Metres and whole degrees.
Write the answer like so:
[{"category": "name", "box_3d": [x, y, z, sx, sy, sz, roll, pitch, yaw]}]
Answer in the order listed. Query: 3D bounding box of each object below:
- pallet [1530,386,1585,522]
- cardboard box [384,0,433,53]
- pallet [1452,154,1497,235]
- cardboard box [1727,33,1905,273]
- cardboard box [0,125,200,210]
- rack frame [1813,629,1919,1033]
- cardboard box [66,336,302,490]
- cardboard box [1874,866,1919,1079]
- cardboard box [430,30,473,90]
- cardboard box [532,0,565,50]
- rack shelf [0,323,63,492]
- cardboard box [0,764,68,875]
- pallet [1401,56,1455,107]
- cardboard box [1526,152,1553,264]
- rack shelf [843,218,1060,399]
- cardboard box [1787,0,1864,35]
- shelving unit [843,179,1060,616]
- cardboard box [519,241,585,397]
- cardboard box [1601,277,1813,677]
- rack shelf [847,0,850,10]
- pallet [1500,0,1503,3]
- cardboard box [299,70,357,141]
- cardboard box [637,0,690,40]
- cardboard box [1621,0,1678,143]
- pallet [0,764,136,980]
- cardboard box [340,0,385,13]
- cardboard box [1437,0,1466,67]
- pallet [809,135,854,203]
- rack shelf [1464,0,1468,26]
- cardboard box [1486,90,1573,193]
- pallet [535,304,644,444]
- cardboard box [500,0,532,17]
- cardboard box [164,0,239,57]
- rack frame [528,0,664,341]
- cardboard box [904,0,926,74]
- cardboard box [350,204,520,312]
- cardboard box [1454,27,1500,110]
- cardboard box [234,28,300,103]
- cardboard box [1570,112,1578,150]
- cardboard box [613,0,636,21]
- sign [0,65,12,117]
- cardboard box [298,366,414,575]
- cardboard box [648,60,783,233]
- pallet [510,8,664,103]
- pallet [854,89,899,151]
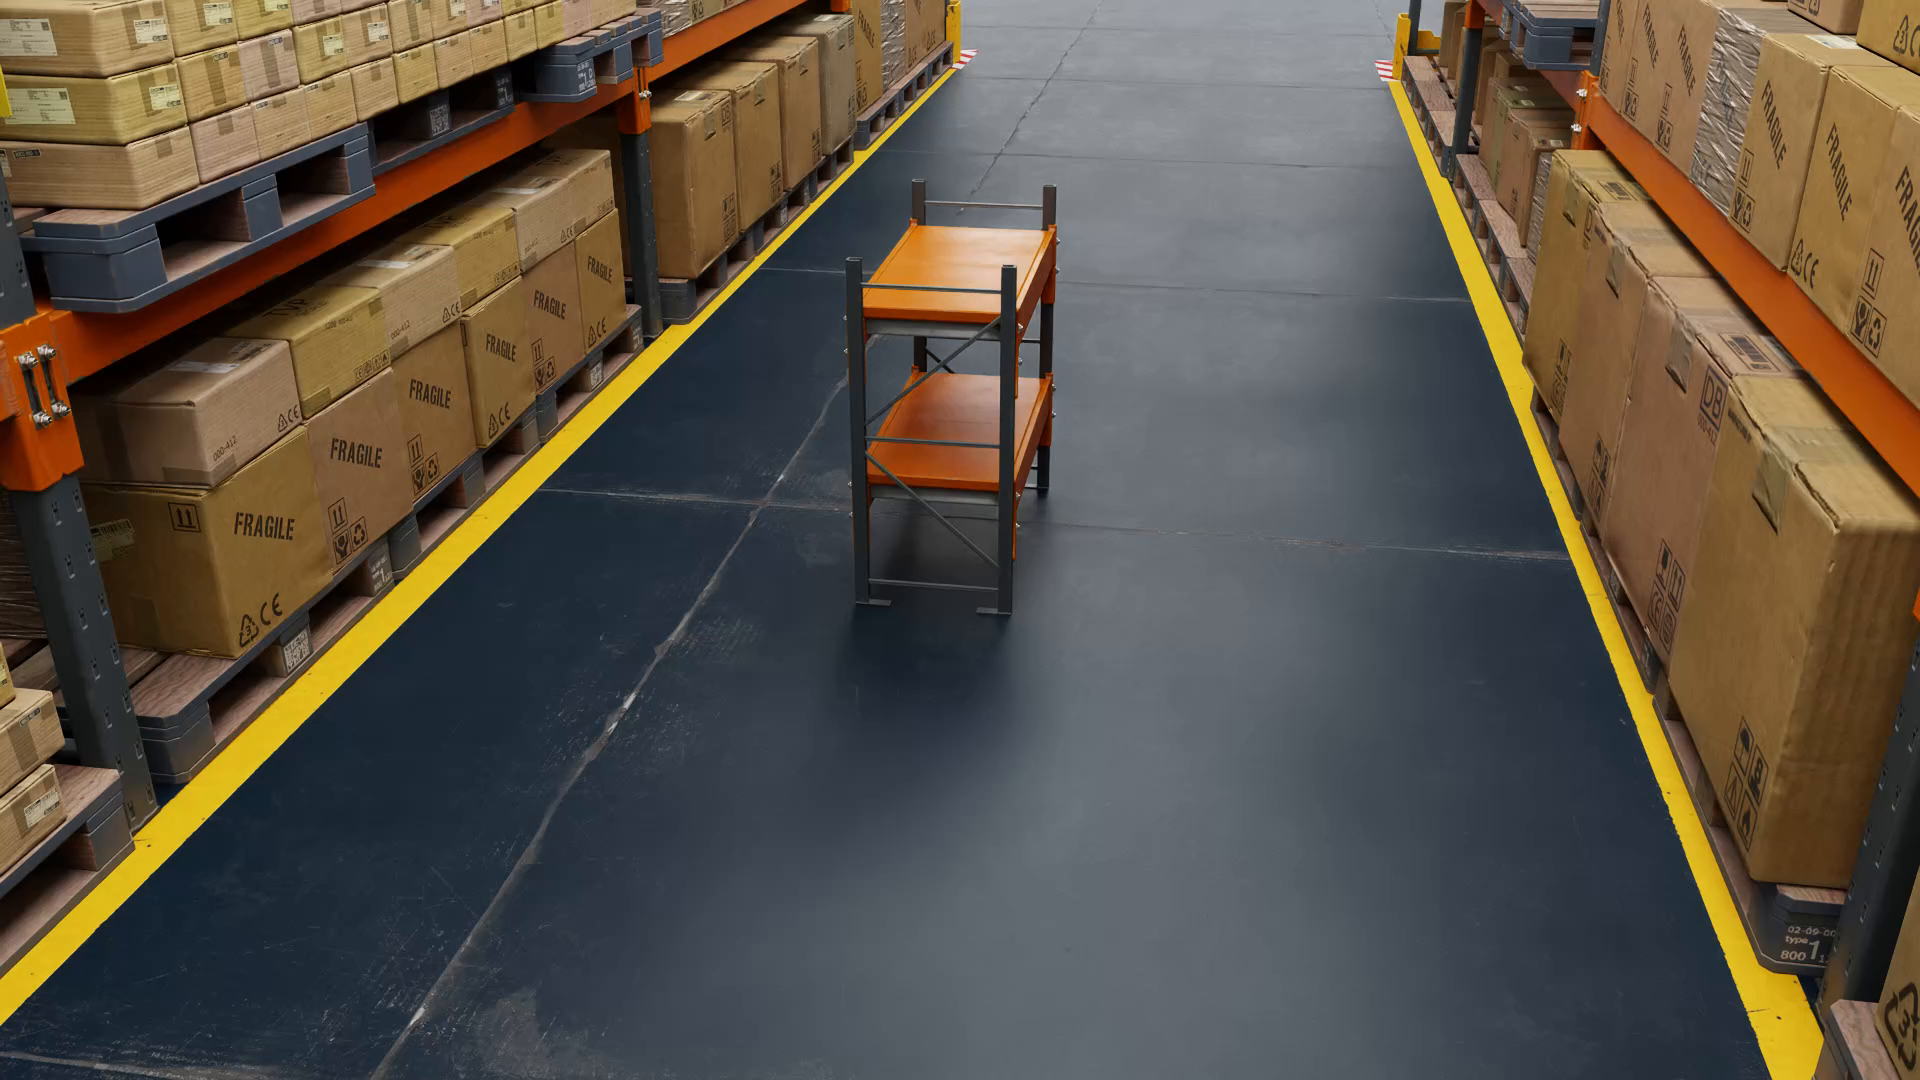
[{"category": "pallet", "box_3d": [2.774, -0.371, 6.294, 1.003, 0.211, 1.213, 4, 25, 9]}, {"category": "cardboard box", "box_3d": [-1.826, -1.565, 5.004, 0.380, 0.149, 0.250, 4, 25, 8]}, {"category": "pallet", "box_3d": [3.505, -2.043, 9.865, 1.003, 0.211, 1.213, 4, 25, 9]}, {"category": "cardboard box", "box_3d": [2.297, -0.971, 4.168, 0.500, 0.500, 0.500, 4, 25, 8]}, {"category": "cardboard box", "box_3d": [-2.035, -0.881, 3.894, 0.380, 0.149, 0.250, 3, 25, 6]}, {"category": "rack frame", "box_3d": [2.323, -0.286, 2.822, 1.000, 3.000, 0.127, 4, 25, 9]}, {"category": "cardboard box", "box_3d": [-2.172, -0.360, 4.549, 0.500, 0.250, 0.500, 3, 25, 6]}, {"category": "cardboard box", "box_3d": [2.137, 0.757, 2.605, 0.875, 0.875, 0.875, 4, 25, 9]}, {"category": "cardboard box", "box_3d": [-1.783, -1.532, 5.286, 0.380, 0.149, 0.250, 3, 25, 6]}, {"category": "cardboard box", "box_3d": [-1.655, -1.867, 6.002, 0.380, 0.149, 0.250, 4, 25, 8]}, {"category": "rack shelf", "box_3d": [-2.880, 0.491, 2.012, 1.077, 0.370, 4.000, 4, 25, 9]}, {"category": "cardboard box", "box_3d": [-2.281, 0.617, 3.761, 0.380, 0.149, 0.250, 4, 25, 9]}, {"category": "pallet", "box_3d": [4.105, -3.672, 13.346, 1.003, 0.211, 1.213, 4, 25, 9]}, {"category": "cardboard box", "box_3d": [3.145, -1.540, 7.932, 0.700, 0.500, 0.500, 2, 25, 4]}, {"category": "rack shelf", "box_3d": [-0.001, -0.772, 5.381, 0.538, 0.278, 1.000, 4, 25, 9]}, {"category": "cardboard box", "box_3d": [2.629, -1.600, 4.329, 0.797, 0.503, 0.637, 5, 26, 10]}, {"category": "shelving unit", "box_3d": [-0.001, -0.507, 5.506, 0.538, 1.125, 1.048, 4, 25, 9]}, {"category": "cardboard box", "box_3d": [-1.838, -0.892, 6.571, 0.500, 0.500, 0.500, 5, 26, 11]}, {"category": "cardboard box", "box_3d": [2.554, -0.156, 4.556, 1.225, 0.875, 0.875, 3, 25, 7]}, {"category": "rack shelf", "box_3d": [-0.919, -4.528, 12.734, 1.077, 0.370, 4.000, 4, 25, 9]}, {"category": "pallet", "box_3d": [3.260, -2.702, 8.211, 1.003, 0.211, 1.213, 4, 25, 9]}, {"category": "cardboard box", "box_3d": [-1.909, -1.206, 4.590, 0.380, 0.149, 0.250, 4, 25, 9]}, {"category": "cardboard box", "box_3d": [-1.560, -2.559, 7.560, 0.500, 0.500, 0.500, 4, 25, 9]}, {"category": "cardboard box", "box_3d": [2.547, -1.603, 5.519, 0.500, 0.500, 0.500, 3, 25, 7]}, {"category": "pallet", "box_3d": [-2.628, 0.875, 3.632, 1.003, 0.211, 1.213, 4, 25, 9]}, {"category": "cardboard box", "box_3d": [-1.867, -1.586, 4.698, 0.380, 0.149, 0.250, 4, 25, 8]}, {"category": "cardboard box", "box_3d": [4.166, -4.102, 13.429, 0.500, 0.500, 0.500, 9, 27, 18]}, {"category": "pallet", "box_3d": [-1.298, -2.426, 10.685, 1.003, 0.211, 1.213, 4, 25, 9]}, {"category": "rack shelf", "box_3d": [3.958, -4.142, 11.909, 1.077, 0.370, 4.000, 4, 25, 9]}, {"category": "cardboard box", "box_3d": [3.413, -2.245, 9.438, 0.700, 0.500, 0.500, 4, 25, 8]}, {"category": "pallet", "box_3d": [-2.029, -0.755, 7.113, 1.003, 0.211, 1.213, 4, 25, 9]}, {"category": "cardboard box", "box_3d": [-1.698, -1.887, 5.693, 0.380, 0.149, 0.250, 4, 25, 8]}, {"category": "cardboard box", "box_3d": [-1.996, -1.267, 4.018, 0.380, 0.149, 0.250, 5, 25, 10]}, {"category": "rack frame", "box_3d": [-1.900, -2.344, 7.220, 1.000, 3.000, 0.127, 4, 25, 9]}, {"category": "cardboard box", "box_3d": [-0.780, -4.262, 13.328, 0.875, 0.875, 0.875, 4, 25, 8]}, {"category": "cardboard box", "box_3d": [-1.923, -1.014, 5.948, 0.500, 0.250, 0.500, 5, 25, 10]}, {"category": "cardboard box", "box_3d": [3.846, -3.359, 11.841, 0.500, 0.500, 0.500, 2, 25, 4]}, {"category": "cardboard box", "box_3d": [-1.953, -1.232, 4.294, 0.380, 0.149, 0.250, 5, 25, 10]}, {"category": "cardboard box", "box_3d": [3.134, -1.870, 7.752, 0.500, 0.250, 0.500, 7, 26, 14]}, {"category": "cardboard box", "box_3d": [-1.527, -2.183, 6.676, 0.380, 0.149, 0.250, 4, 25, 9]}, {"category": "sign", "box_3d": [-2.017, -1.029, 3.389, 0.100, 0.325, 0.005, 4, 25, 9]}, {"category": "cardboard box", "box_3d": [-2.086, -0.242, 5.181, 0.500, 0.500, 0.500, 5, 26, 11]}, {"category": "cardboard box", "box_3d": [-1.572, -2.130, 8.921, 1.050, 0.750, 0.750, 4, 25, 9]}, {"category": "pallet", "box_3d": [-1.911, -1.952, 6.608, 1.213, 0.211, 1.003, 4, 25, 9]}, {"category": "pallet", "box_3d": [-1.044, -3.067, 12.053, 1.003, 0.211, 1.213, 4, 25, 9]}]
